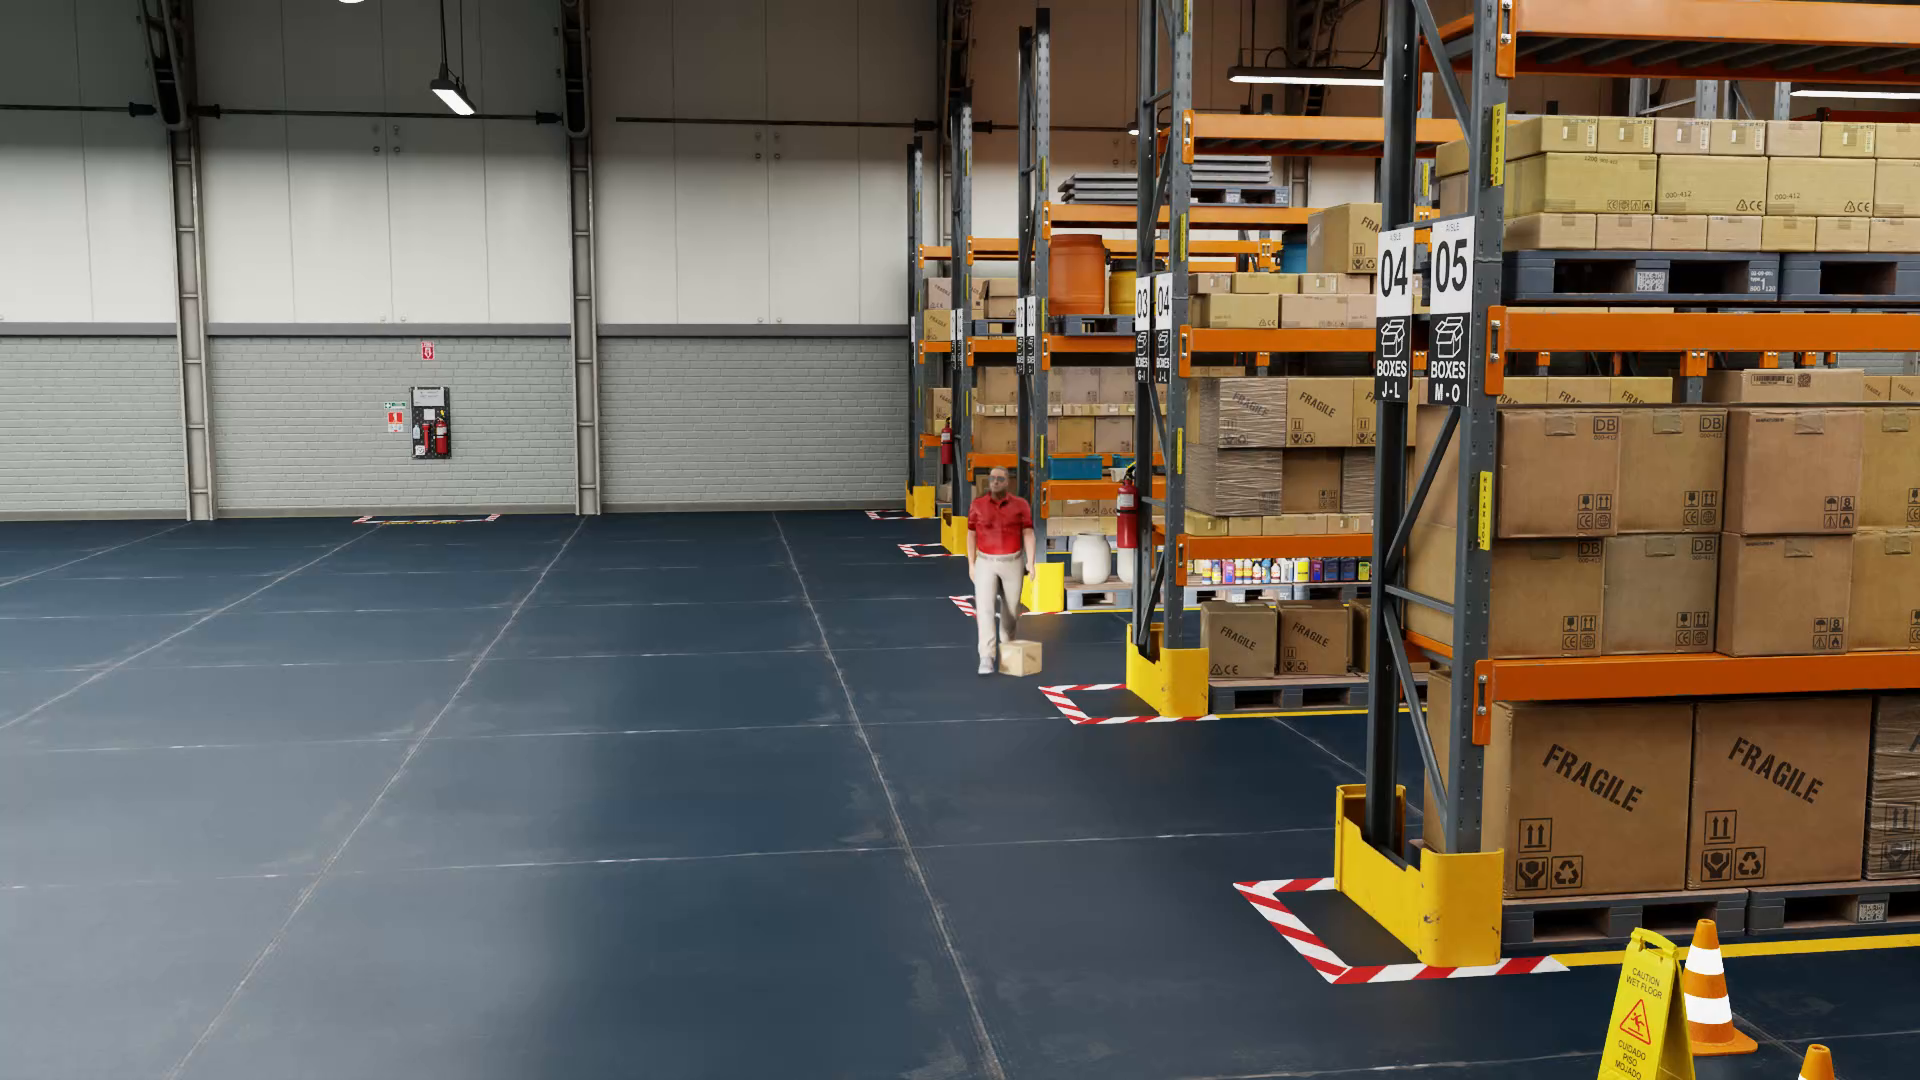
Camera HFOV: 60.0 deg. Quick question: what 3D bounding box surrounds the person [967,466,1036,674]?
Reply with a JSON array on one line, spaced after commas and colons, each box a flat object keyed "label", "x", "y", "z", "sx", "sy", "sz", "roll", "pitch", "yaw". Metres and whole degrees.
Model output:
[{"label": "person", "x": 0.341, "y": 0.216, "z": 13.802, "sx": 0.563, "sy": 1.664, "sz": 1.067, "roll": 0, "pitch": 6, "yaw": -1}]
